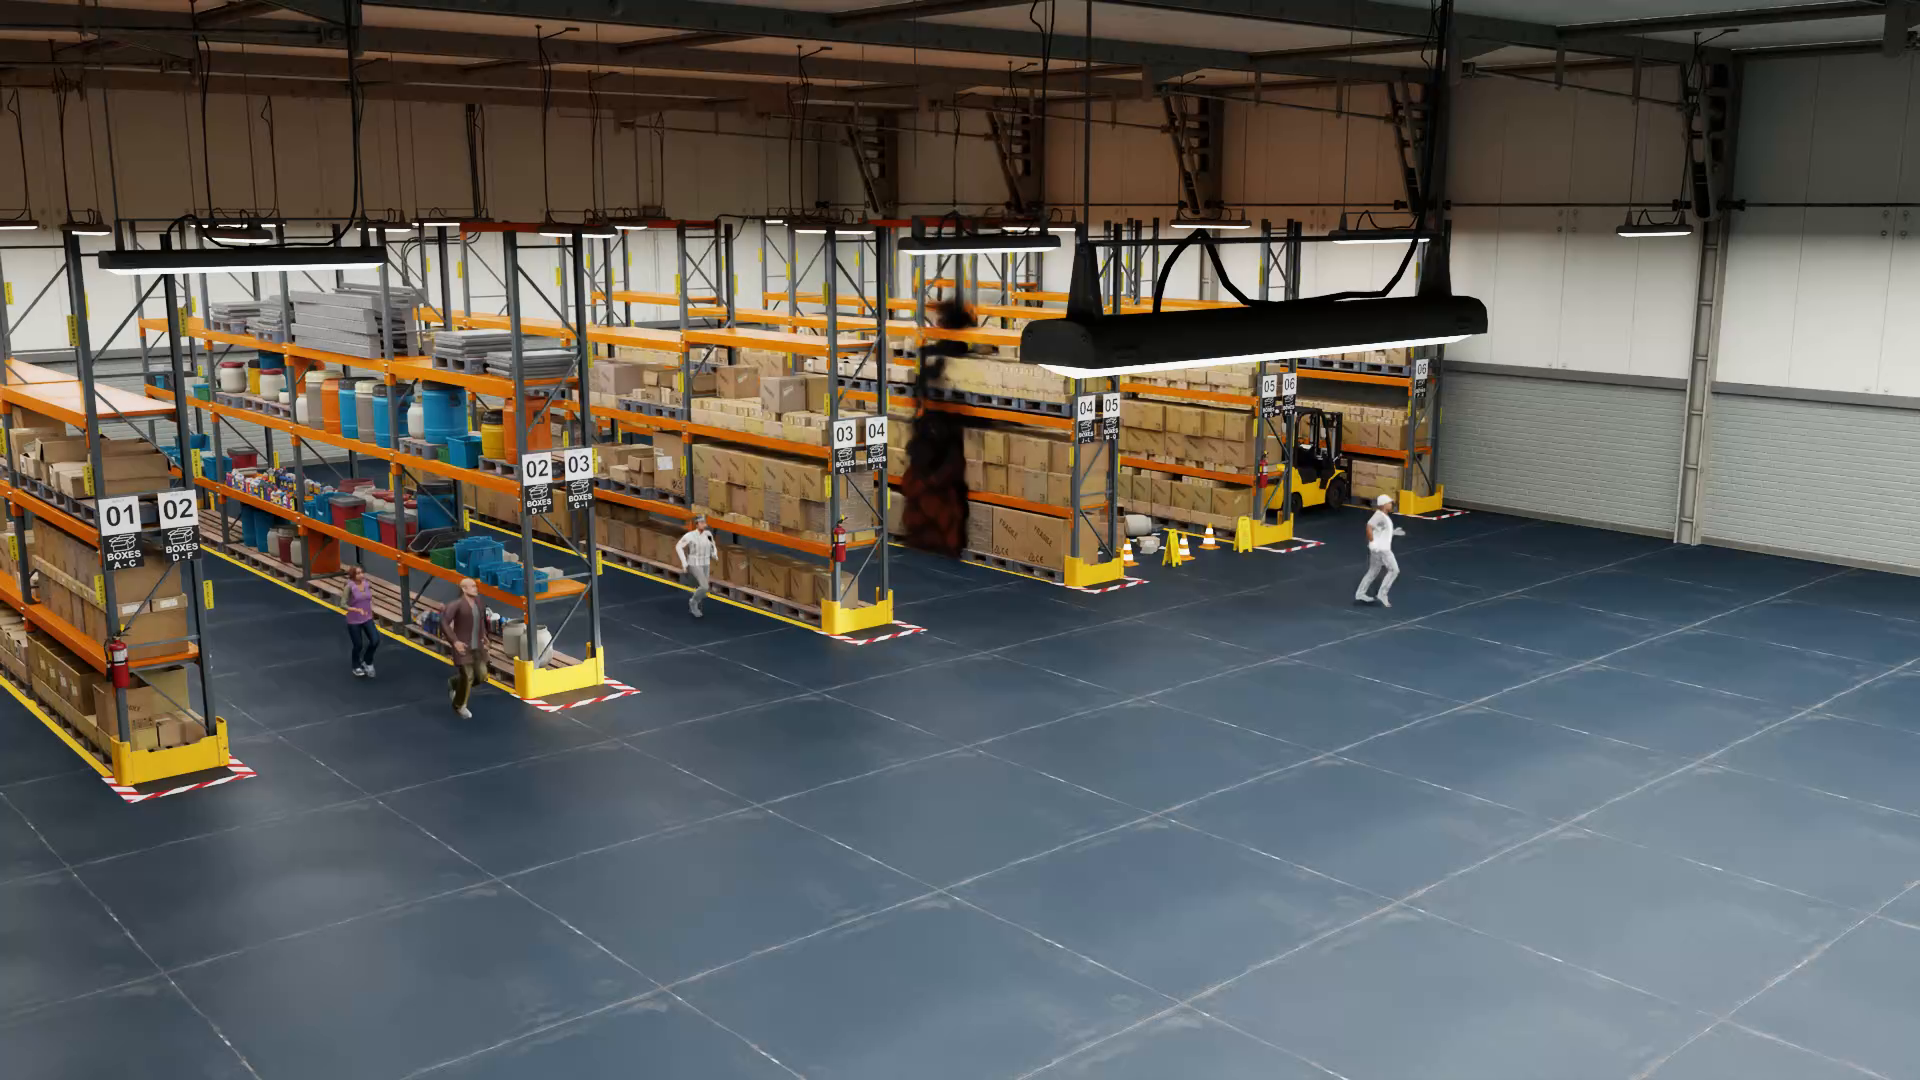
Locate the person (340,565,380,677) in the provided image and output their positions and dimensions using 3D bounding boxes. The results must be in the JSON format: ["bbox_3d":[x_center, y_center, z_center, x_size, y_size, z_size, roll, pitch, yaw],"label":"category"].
[{"bbox_3d":[-8.067,1.103,22.392,0.631,1.575,0.530,11,16,43],"label":"person"}]

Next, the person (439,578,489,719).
[{"bbox_3d":[-6.243,1.333,20.998,0.603,1.714,0.758,6,13,28],"label":"person"}]

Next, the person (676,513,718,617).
[{"bbox_3d":[-3.994,0.396,25.653,0.692,1.647,0.583,10,15,42],"label":"person"}]

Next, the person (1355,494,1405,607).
[{"bbox_3d":[6.741,0.172,26.595,0.754,1.826,0.665,1,11,5],"label":"person"}]
